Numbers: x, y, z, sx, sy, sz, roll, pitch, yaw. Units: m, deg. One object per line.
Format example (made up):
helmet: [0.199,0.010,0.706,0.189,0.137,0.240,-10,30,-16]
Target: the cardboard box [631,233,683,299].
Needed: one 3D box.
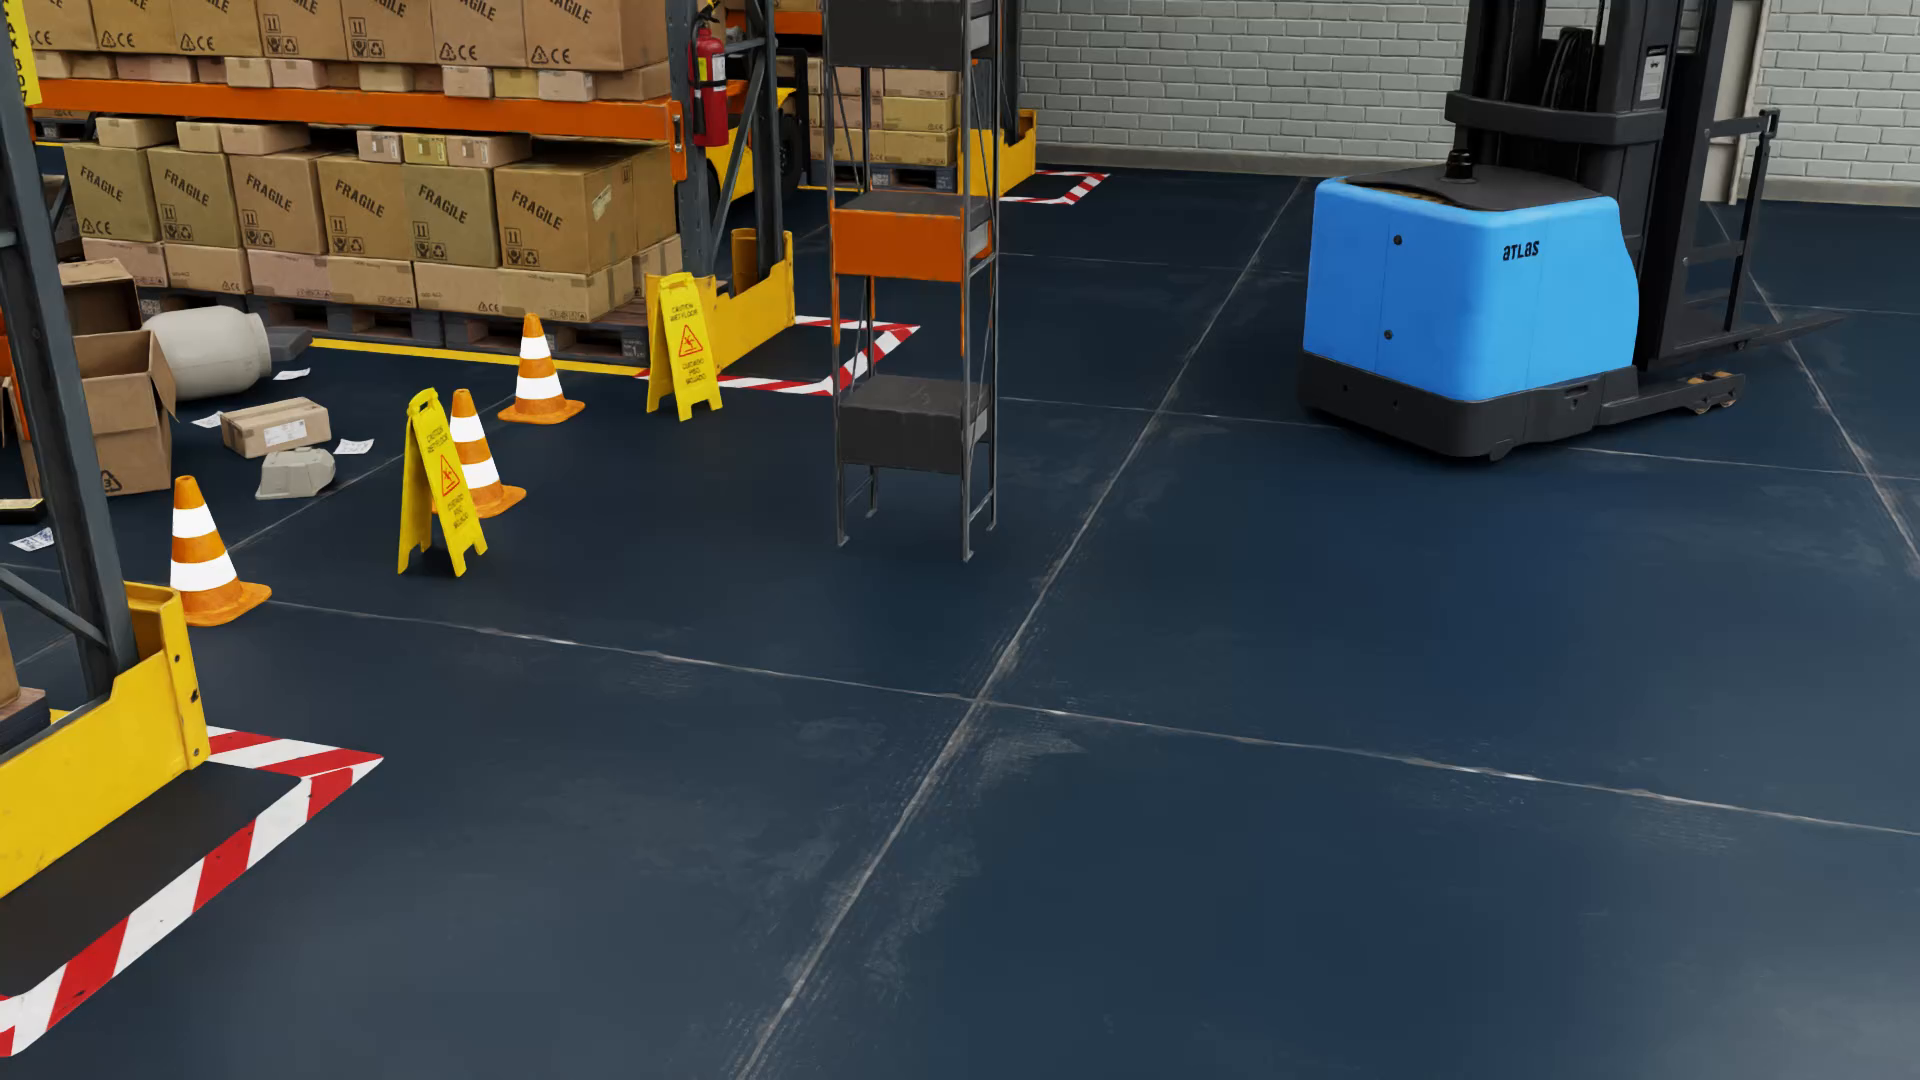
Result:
cardboard box: [-1.848,-1.514,9.078,0.500,0.250,0.500,6,23,15]

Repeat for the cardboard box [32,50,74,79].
cardboard box: [-4.776,-2.574,8.924,0.250,0.149,0.380,6,23,15]

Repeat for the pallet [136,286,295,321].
pallet: [-4.332,-1.490,9.625,1.213,0.211,1.003,7,23,16]

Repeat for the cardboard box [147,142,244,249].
cardboard box: [-3.982,-1.893,9.015,0.500,0.500,0.500,8,23,18]

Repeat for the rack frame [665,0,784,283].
rack frame: [-1.156,-2.403,8.175,0.127,3.000,1.000,7,23,16]

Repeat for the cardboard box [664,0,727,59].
cardboard box: [-1.529,-2.739,8.472,0.500,0.500,0.500,6,23,15]

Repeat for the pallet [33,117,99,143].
pallet: [-8.088,-3.889,15.473,1.213,0.211,1.003,7,23,16]

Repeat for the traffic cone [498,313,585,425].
traffic cone: [-1.940,-0.808,7.629,0.334,0.463,0.336,7,23,16]

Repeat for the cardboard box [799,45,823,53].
cardboard box: [-1.086,-3.825,13.395,0.500,0.250,0.500,6,23,15]

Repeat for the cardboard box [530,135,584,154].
cardboard box: [-2.373,-1.919,9.077,0.500,0.500,0.500,6,23,14]

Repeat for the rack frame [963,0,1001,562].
rack frame: [0.075,-0.963,5.851,0.015,2.100,0.400,7,23,16]

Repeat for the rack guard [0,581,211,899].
rack guard: [-2.466,0.566,4.232,0.348,0.500,1.175,7,23,16]

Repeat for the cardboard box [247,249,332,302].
cardboard box: [-3.475,-1.489,9.017,0.500,0.250,0.500,6,23,15]

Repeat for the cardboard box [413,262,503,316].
cardboard box: [-2.501,-1.375,8.741,0.500,0.250,0.500,7,23,16]

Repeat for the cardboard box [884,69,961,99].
cardboard box: [-0.256,-3.529,12.672,0.500,0.250,0.500,7,23,17]

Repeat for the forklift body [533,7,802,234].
forklift body: [-2.068,-3.359,11.625,1.214,2.155,2.313,7,23,16]

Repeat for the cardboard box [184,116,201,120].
cardboard box: [-6.791,-4.106,14.903,0.625,0.625,0.875,7,23,17]

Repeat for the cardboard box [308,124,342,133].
cardboard box: [-3.854,-2.088,9.489,0.500,0.500,0.500,7,23,16]

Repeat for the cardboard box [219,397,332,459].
cardboard box: [-2.993,-0.494,7.277,0.380,0.149,0.250,-20,29,-39]

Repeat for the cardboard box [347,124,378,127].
cardboard box: [-4.798,-3.882,14.356,0.625,0.625,0.875,6,23,15]

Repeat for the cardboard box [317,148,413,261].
cardboard box: [-2.980,-1.779,8.736,0.500,0.500,0.500,6,23,14]

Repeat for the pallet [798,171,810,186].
pallet: [-1.634,-3.120,13.597,1.213,0.211,1.003,7,23,15]

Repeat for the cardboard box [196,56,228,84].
cardboard box: [-3.765,-2.489,8.718,0.250,0.149,0.380,6,23,15]

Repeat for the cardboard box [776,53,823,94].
cardboard box: [-1.233,-3.634,12.929,0.500,0.250,0.500,7,23,16]

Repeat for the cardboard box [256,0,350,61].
cardboard box: [-3.191,-2.721,8.428,0.500,0.500,0.500,7,23,16]

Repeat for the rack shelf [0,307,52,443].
rack shelf: [-4.403,-0.480,4.435,4.000,0.370,1.077,7,23,16]

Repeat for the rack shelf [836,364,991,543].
rack shelf: [-0.158,-0.329,6.187,0.480,0.518,0.431,7,23,16]

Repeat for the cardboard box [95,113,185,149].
cardboard box: [-4.396,-2.212,8.938,0.250,0.149,0.380,7,23,16]

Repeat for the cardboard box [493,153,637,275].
cardboard box: [-1.998,-1.665,8.458,0.500,0.500,0.500,7,23,16]

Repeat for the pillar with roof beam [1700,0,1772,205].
pillar with roof beam: [4.369,-5.164,7.002,0.400,9.000,9.100,7,23,16]

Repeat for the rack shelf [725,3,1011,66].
rack shelf: [-1.640,-4.093,13.244,4.000,0.370,1.077,7,23,16]

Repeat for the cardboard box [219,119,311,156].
cardboard box: [-3.645,-2.128,8.732,0.250,0.149,0.380,8,24,19]

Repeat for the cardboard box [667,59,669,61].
cardboard box: [-1.421,-2.399,8.497,0.250,0.149,0.380,7,23,16]

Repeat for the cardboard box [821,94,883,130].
cardboard box: [-0.759,-3.359,12.917,0.500,0.250,0.500,6,23,15]

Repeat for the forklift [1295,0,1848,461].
forklift: [3.068,-2.093,7.510,3.031,2.935,1.130,-14,26,-30]

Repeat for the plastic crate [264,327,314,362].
plastic crate: [-3.719,-1.020,8.652,0.583,0.080,0.402,-1,22,-3]

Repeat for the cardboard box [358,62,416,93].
cardboard box: [-2.820,-2.365,8.413,0.250,0.149,0.380,6,23,15]

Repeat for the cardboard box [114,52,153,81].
cardboard box: [-4.256,-2.547,8.858,0.250,0.149,0.380,6,23,15]

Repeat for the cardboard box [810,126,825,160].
cardboard box: [-1.216,-3.182,13.144,0.500,0.250,0.500,7,23,16]

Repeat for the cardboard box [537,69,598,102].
cardboard box: [-1.850,-2.237,8.103,0.250,0.149,0.380,6,23,15]

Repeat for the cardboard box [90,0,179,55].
cardboard box: [-4.157,-2.829,8.691,0.500,0.500,0.500,6,23,15]

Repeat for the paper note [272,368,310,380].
paper note: [-3.312,-0.826,8.244,0.148,0.019,0.142,-1,22,-3]

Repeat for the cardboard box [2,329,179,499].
cardboard box: [-3.569,-0.521,6.876,0.637,0.503,0.797,-9,24,-21]

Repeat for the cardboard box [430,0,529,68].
cardboard box: [-2.233,-2.603,8.139,0.500,0.500,0.500,7,23,16]

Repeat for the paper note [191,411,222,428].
paper note: [-3.405,-0.552,7.590,0.142,0.019,0.148,16,27,34]

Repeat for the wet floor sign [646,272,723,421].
wet floor sign: [-1.283,-0.904,7.623,0.232,0.644,0.267,16,27,34]

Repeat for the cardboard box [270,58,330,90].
cardboard box: [-3.305,-2.413,8.531,0.250,0.149,0.380,6,23,15]

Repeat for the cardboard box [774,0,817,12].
cardboard box: [-1.257,-4.328,12.736,0.500,0.500,0.500,6,23,14]

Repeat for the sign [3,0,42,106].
sign: [-2.323,-1.231,4.074,0.005,0.325,0.100,7,23,16]

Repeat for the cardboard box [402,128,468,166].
cardboard box: [-2.609,-2.010,8.444,0.250,0.149,0.380,7,23,16]

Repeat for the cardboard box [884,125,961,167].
cardboard box: [-0.266,-3.066,12.861,0.500,0.250,0.500,7,23,16]

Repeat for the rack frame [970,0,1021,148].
rack frame: [0.275,-4.207,12.573,0.127,3.000,1.000,7,23,16]

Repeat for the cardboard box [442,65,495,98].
cardboard box: [-2.344,-2.290,8.232,0.250,0.149,0.380,7,23,16]

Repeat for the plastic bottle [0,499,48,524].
plastic bottle: [-3.707,-0.111,6.460,0.283,0.061,0.133,-1,22,-3]

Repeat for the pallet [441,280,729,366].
pallet: [-1.996,-1.223,8.973,1.213,0.211,1.003,7,23,16]

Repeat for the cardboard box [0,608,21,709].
cardboard box: [-3.157,0.145,4.210,0.875,0.875,0.875,7,23,16]

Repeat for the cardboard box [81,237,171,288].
cardboard box: [-4.498,-1.601,9.290,0.500,0.250,0.500,5,23,13]

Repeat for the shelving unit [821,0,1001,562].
shelving unit: [-0.158,-0.990,5.916,0.503,2.100,0.431,7,23,16]

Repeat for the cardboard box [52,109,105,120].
cardboard box: [-7.851,-4.090,15.028,0.500,0.500,0.500,7,23,17]
